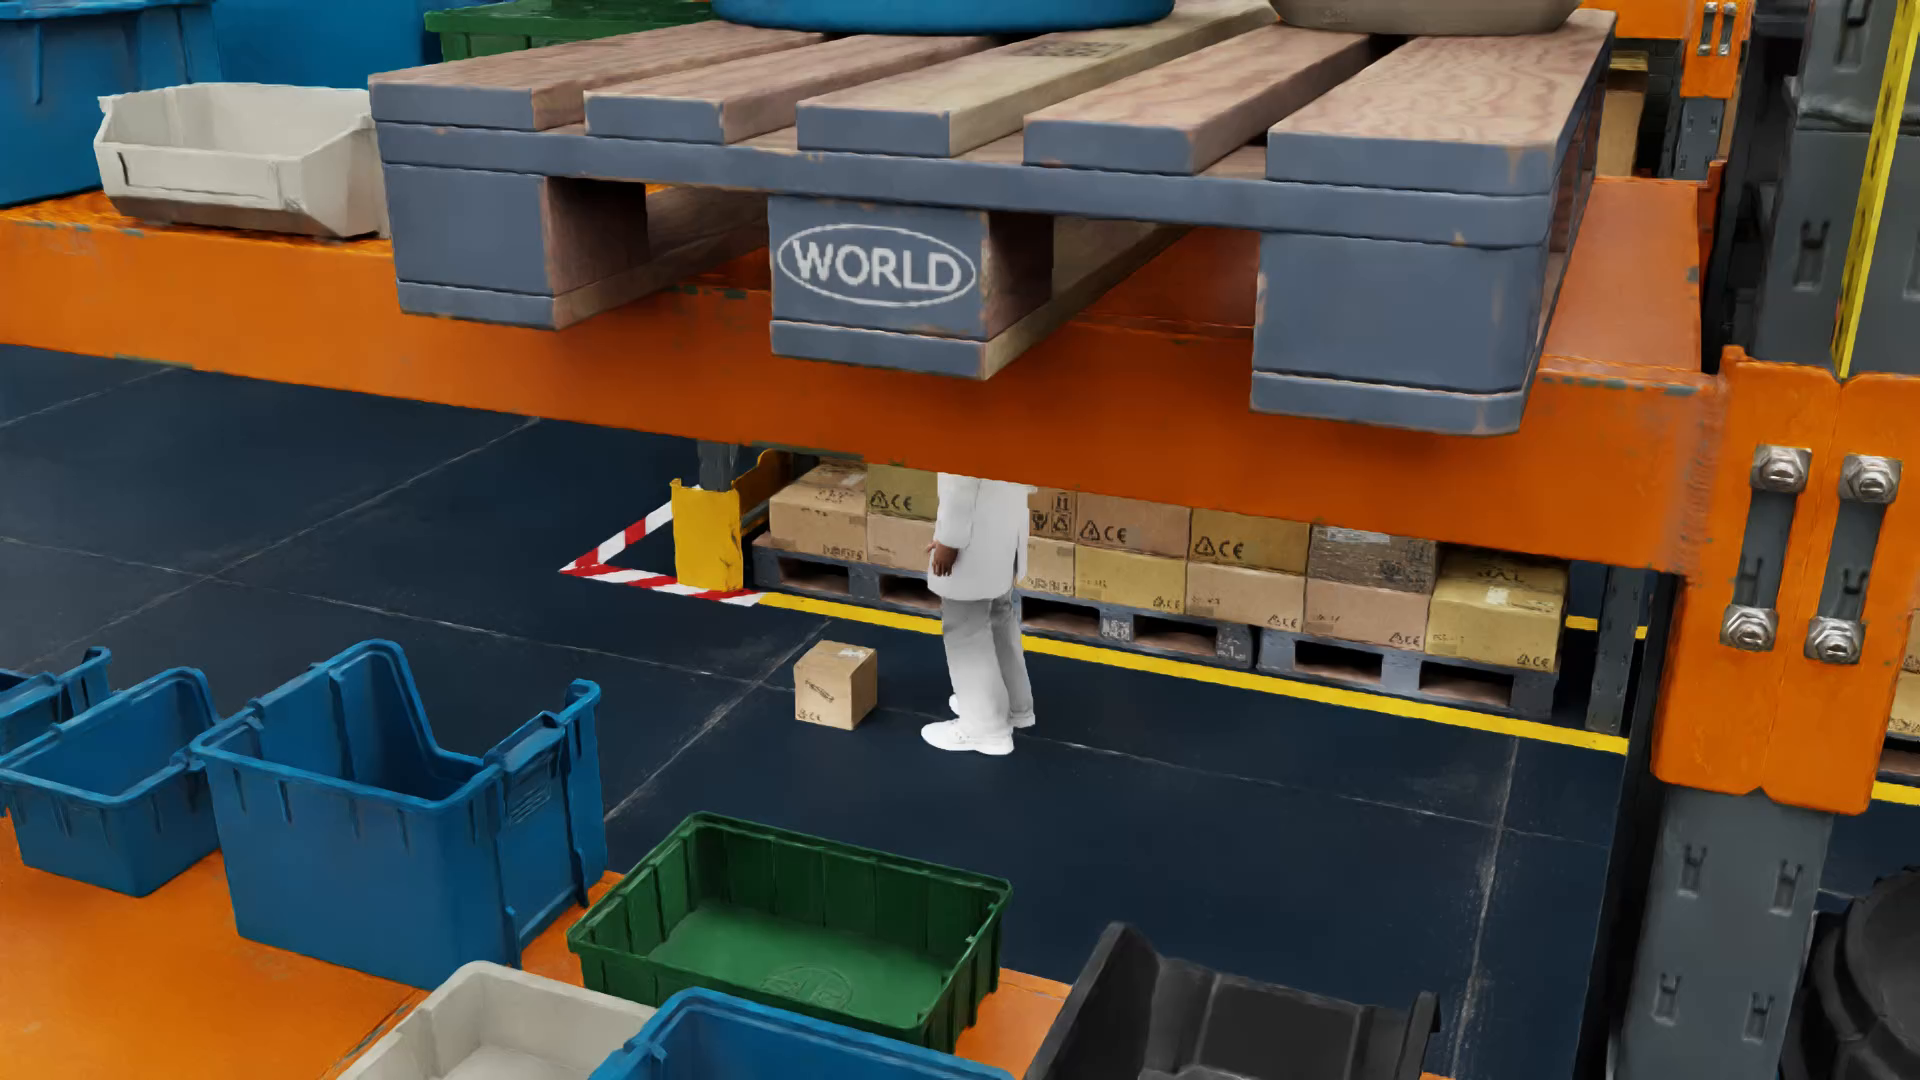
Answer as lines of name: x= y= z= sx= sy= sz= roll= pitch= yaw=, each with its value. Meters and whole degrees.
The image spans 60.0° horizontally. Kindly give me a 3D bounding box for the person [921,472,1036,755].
person: x=0.067 y=-0.050 z=6.243 sx=0.378 sy=1.774 sz=0.562 roll=9 pitch=24 yaw=21
